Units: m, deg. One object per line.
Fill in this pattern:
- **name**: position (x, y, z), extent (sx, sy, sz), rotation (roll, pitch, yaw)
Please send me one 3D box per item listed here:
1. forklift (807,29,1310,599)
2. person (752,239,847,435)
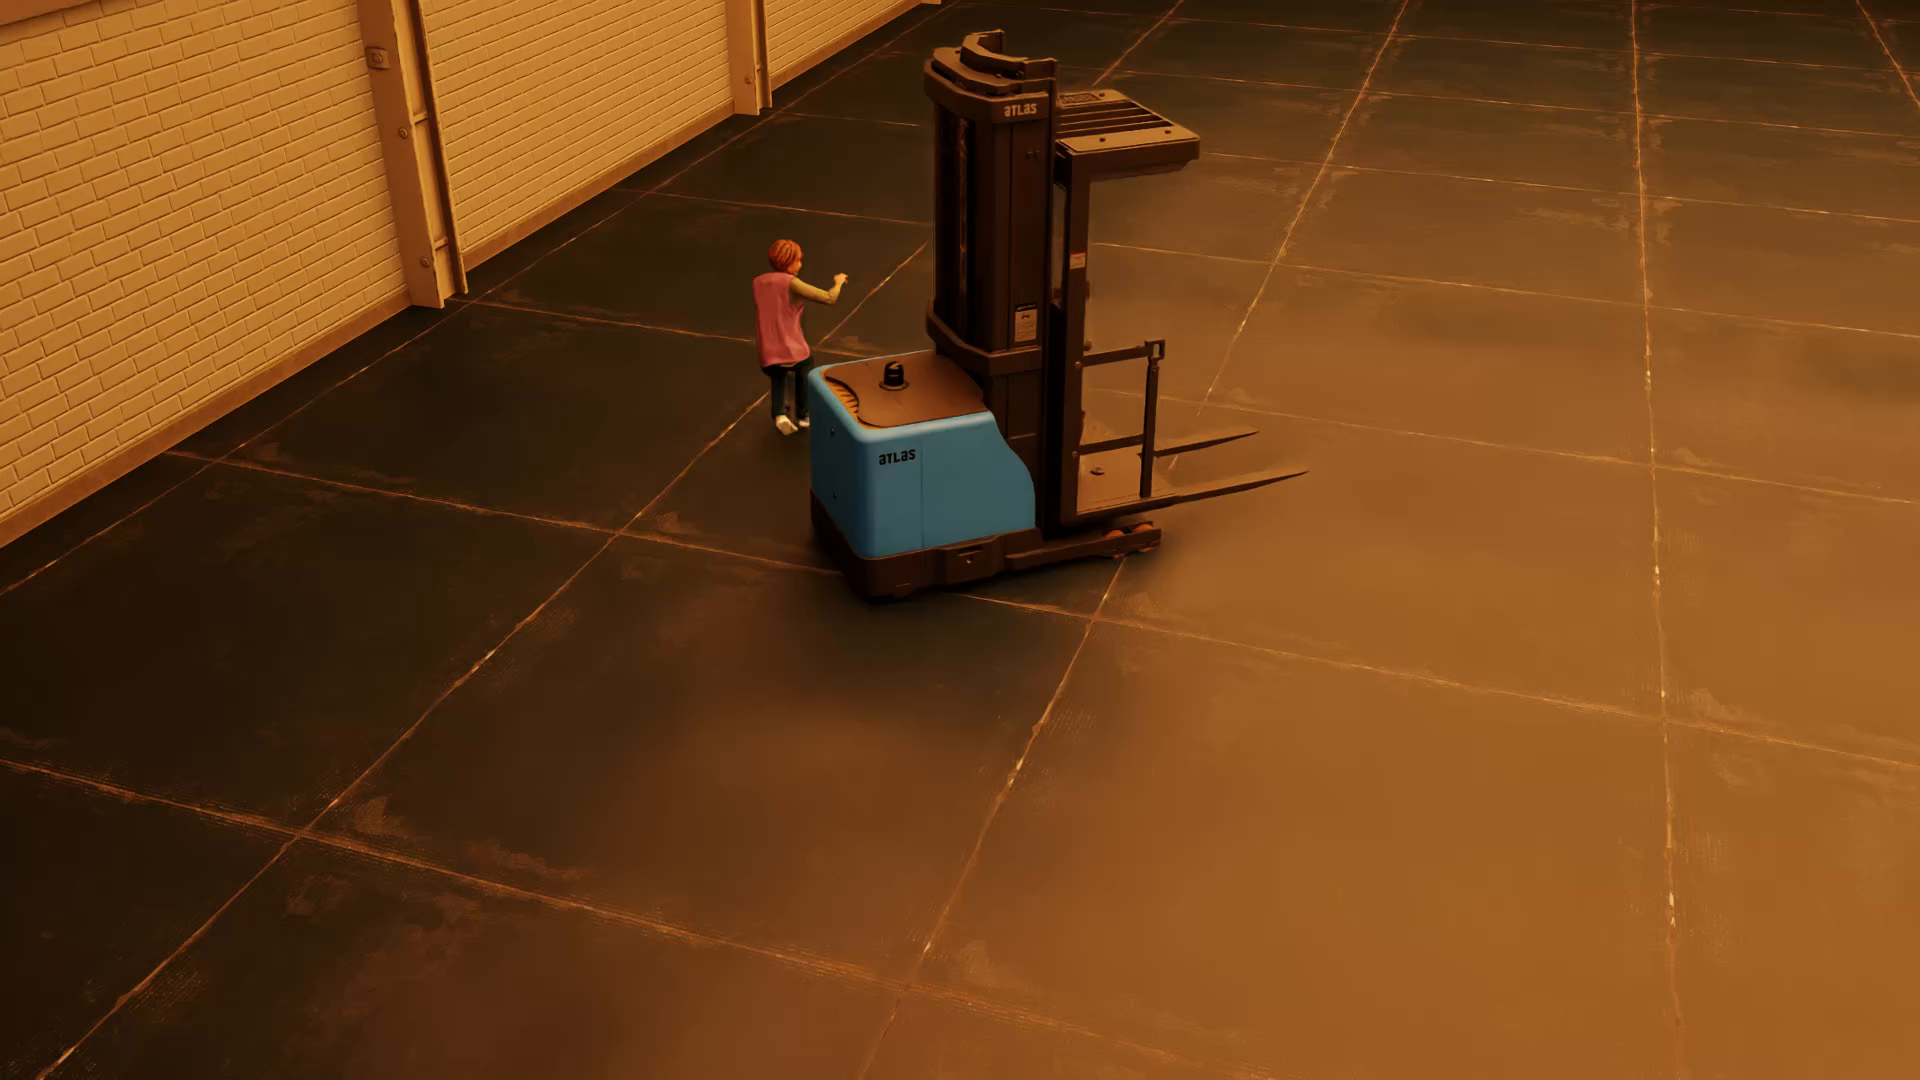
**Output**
- **forklift**: position (0.665, -1.395, 9.583), extent (3.031, 2.935, 1.130), rotation (-11, 32, -19)
- **person**: position (-1.080, -1.397, 11.214), extent (0.652, 1.336, 0.922), rotation (4, 30, 8)
